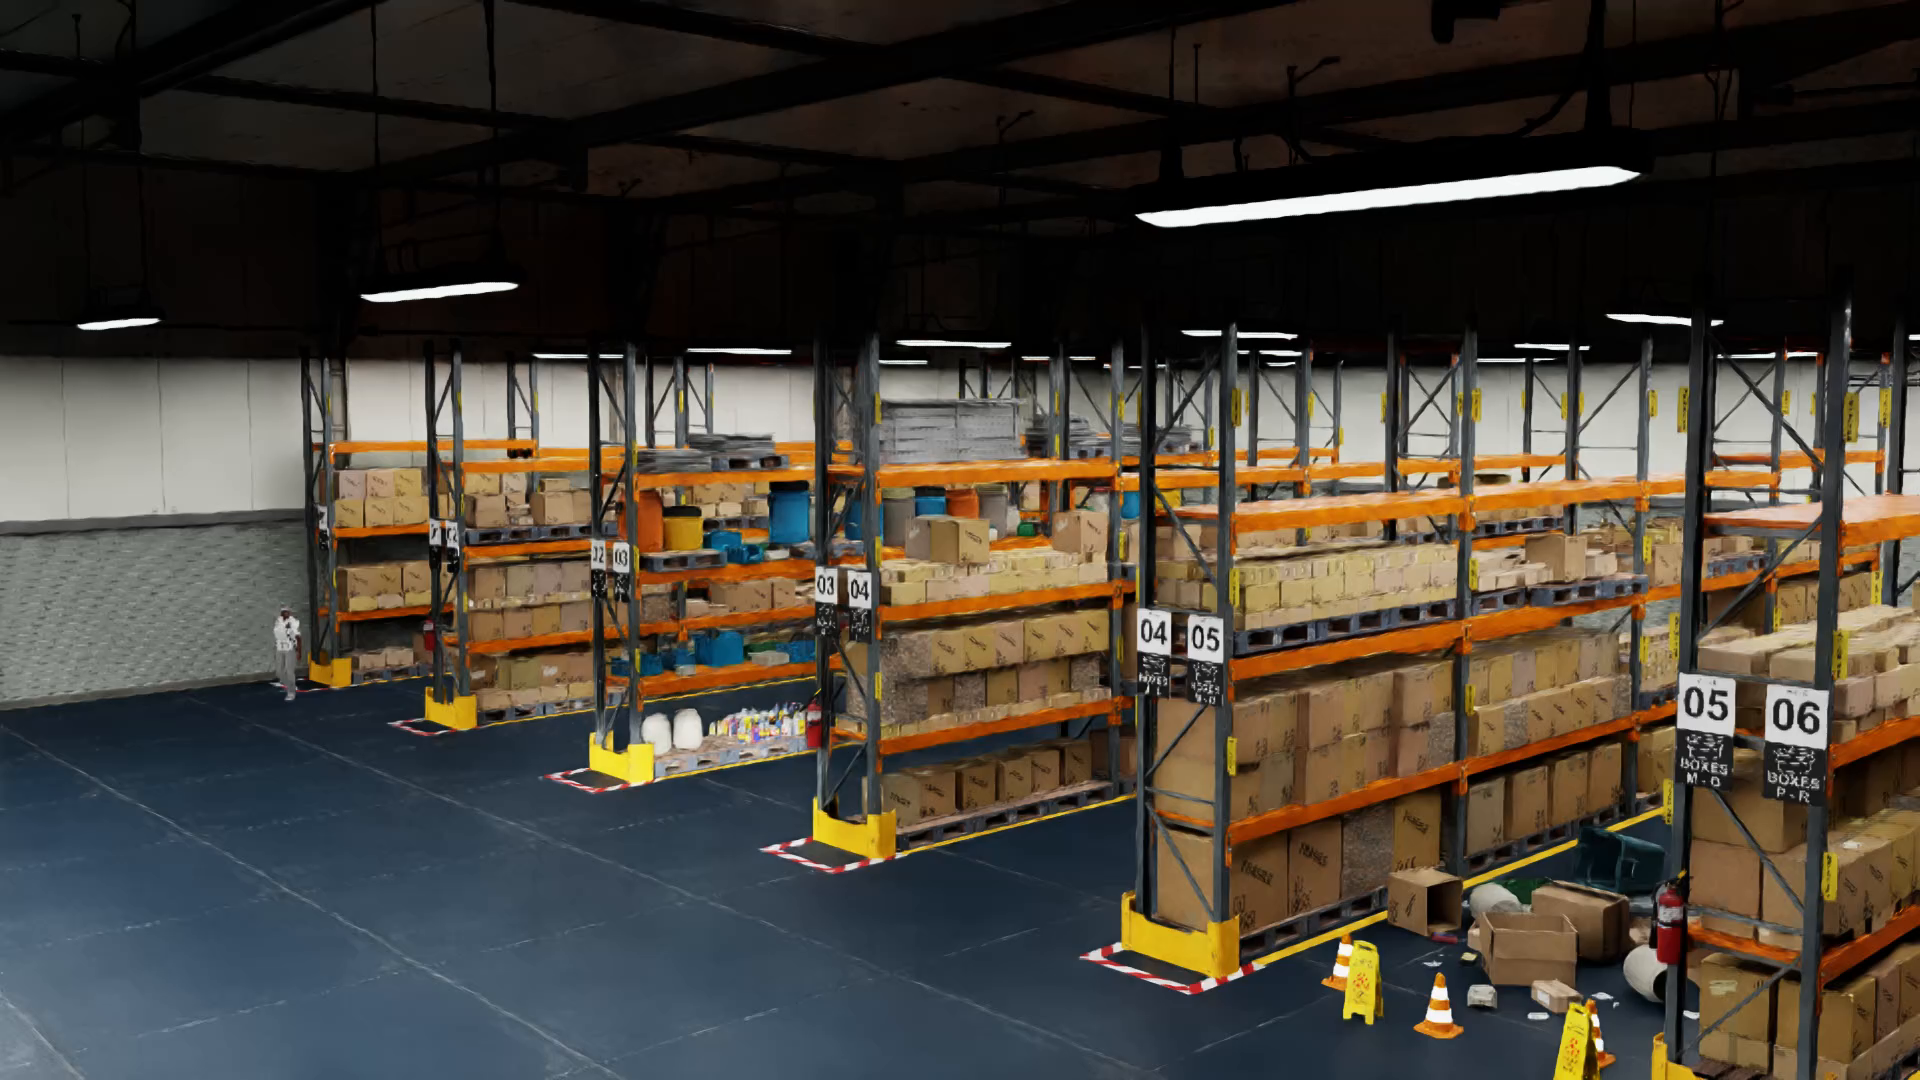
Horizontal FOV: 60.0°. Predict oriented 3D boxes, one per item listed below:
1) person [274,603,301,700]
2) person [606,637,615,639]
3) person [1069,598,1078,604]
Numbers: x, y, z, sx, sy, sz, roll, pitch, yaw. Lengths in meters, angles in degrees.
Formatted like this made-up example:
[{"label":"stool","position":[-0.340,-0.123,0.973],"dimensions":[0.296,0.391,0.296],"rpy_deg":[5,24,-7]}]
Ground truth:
[{"label":"person","position":[-11.370,1.862,28.176],"dimensions":[0.514,1.663,0.542],"rpy_deg":[1,5,11]},{"label":"person","position":[-6.165,1.695,30.060],"dimensions":[0.985,1.615,0.484],"rpy_deg":[-3,6,-33]},{"label":"person","position":[2.245,1.385,33.328],"dimensions":[0.359,1.679,0.529],"rpy_deg":[3,6,33]}]
